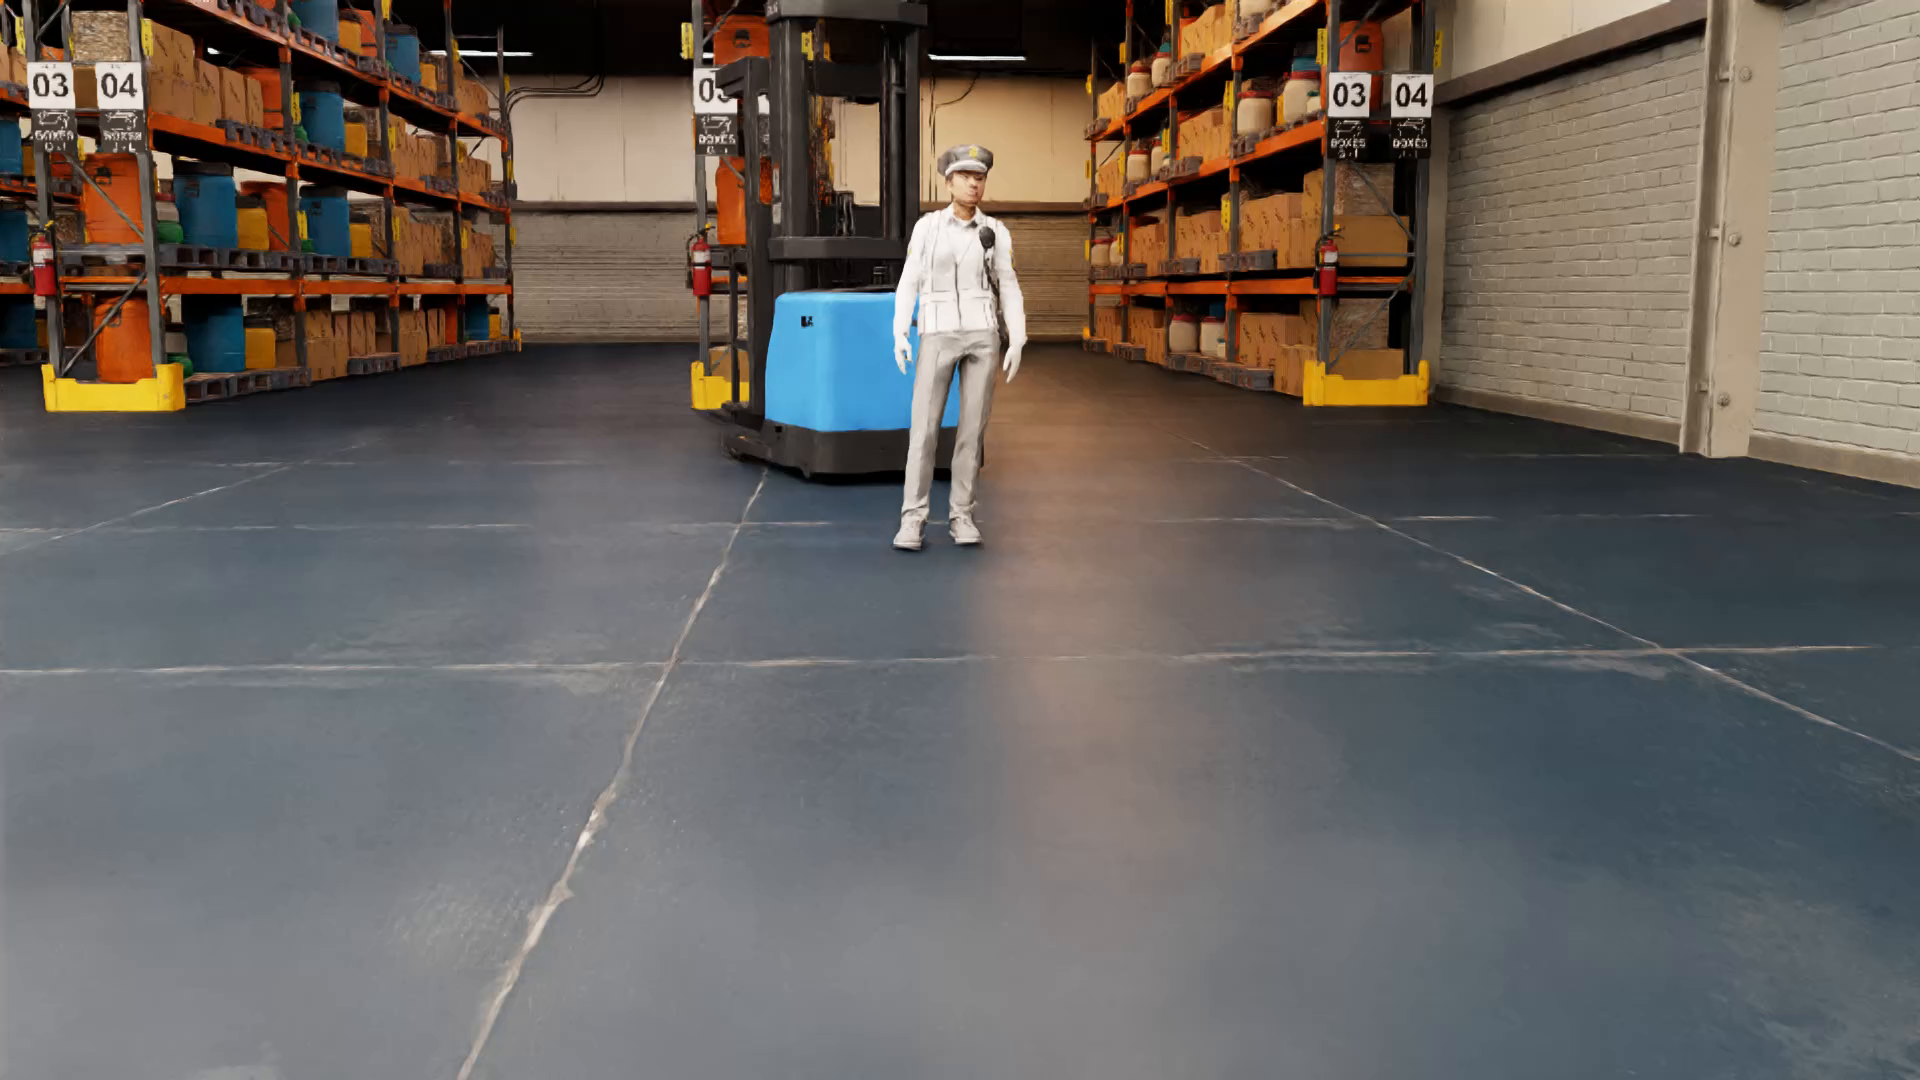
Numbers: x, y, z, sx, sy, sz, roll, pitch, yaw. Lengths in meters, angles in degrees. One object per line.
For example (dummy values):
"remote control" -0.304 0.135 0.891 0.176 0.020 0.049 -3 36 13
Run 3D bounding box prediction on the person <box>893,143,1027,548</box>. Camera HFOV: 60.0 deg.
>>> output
"person" -0.003 -0.836 7.117 0.586 1.695 0.533 -1 8 -4

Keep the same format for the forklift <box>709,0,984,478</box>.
"forklift" -0.909 -1.982 10.677 1.130 2.935 3.031 -4 9 -23
